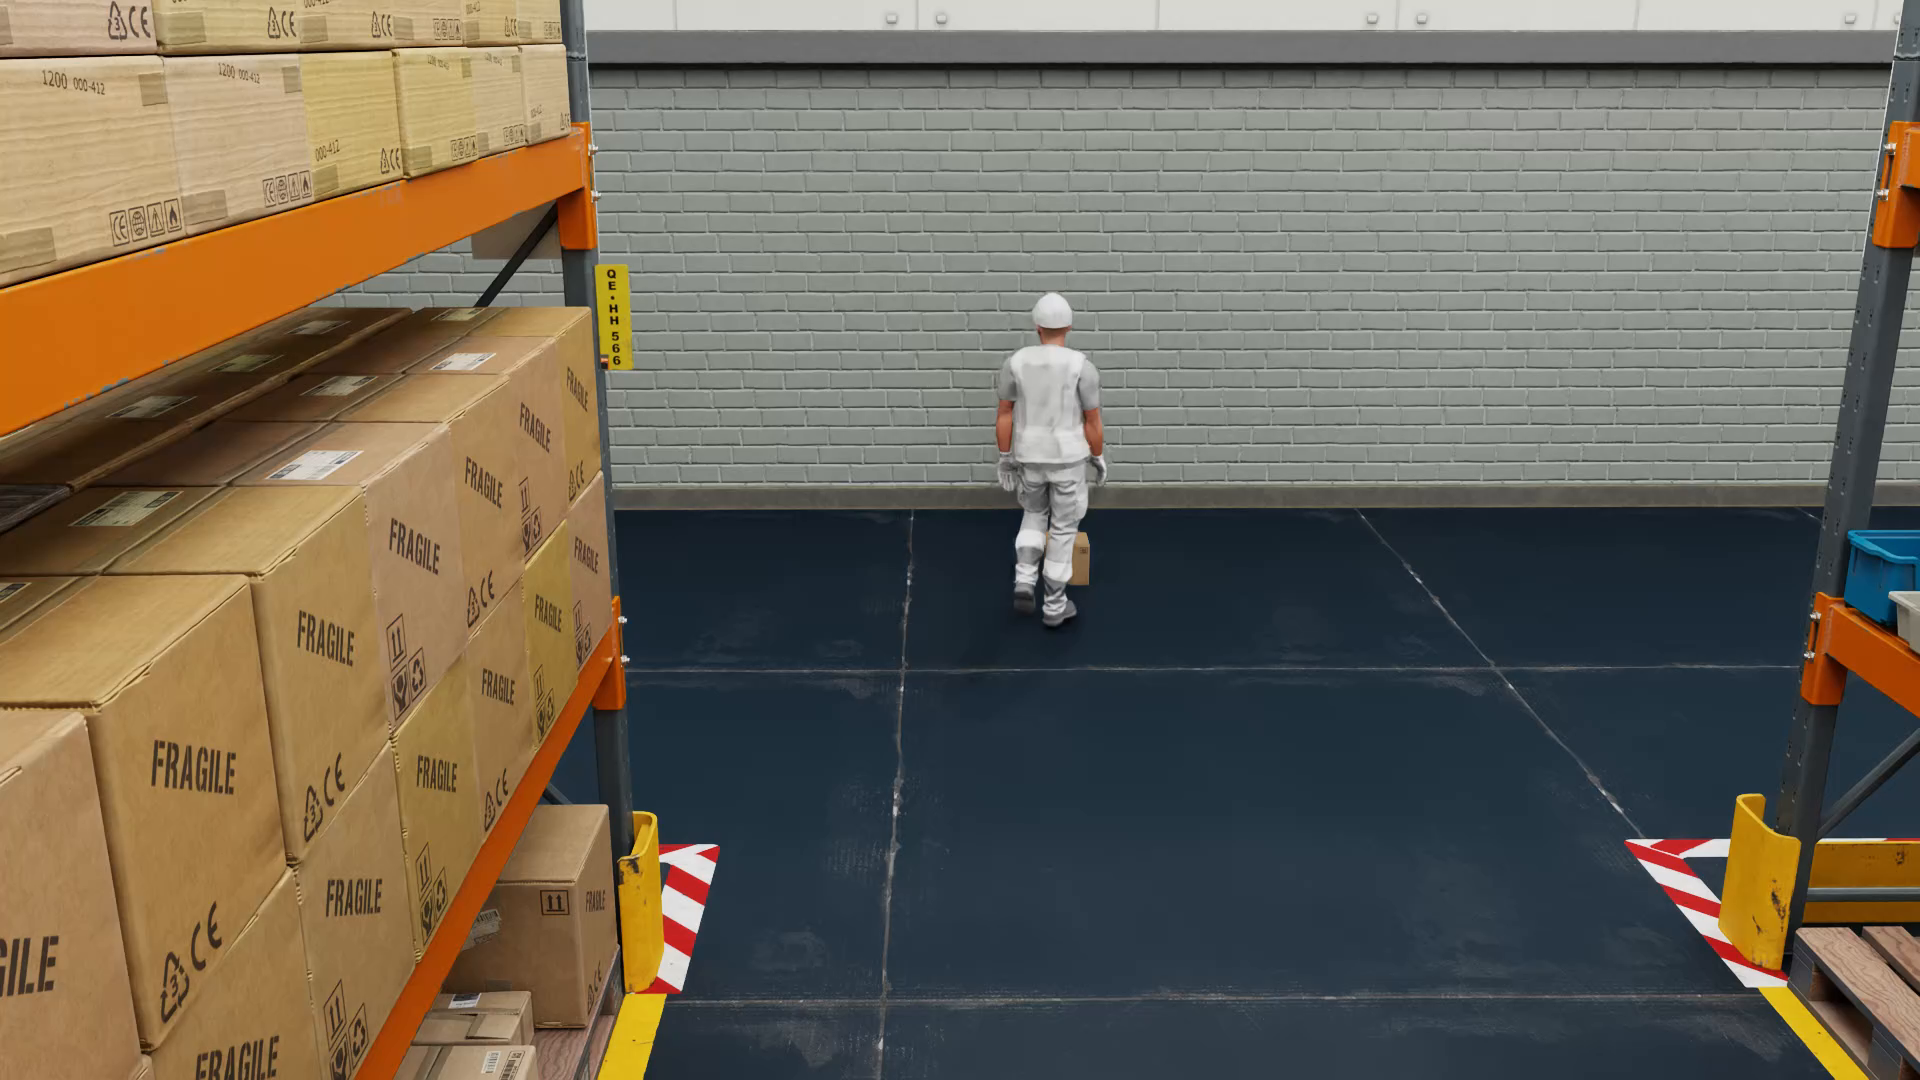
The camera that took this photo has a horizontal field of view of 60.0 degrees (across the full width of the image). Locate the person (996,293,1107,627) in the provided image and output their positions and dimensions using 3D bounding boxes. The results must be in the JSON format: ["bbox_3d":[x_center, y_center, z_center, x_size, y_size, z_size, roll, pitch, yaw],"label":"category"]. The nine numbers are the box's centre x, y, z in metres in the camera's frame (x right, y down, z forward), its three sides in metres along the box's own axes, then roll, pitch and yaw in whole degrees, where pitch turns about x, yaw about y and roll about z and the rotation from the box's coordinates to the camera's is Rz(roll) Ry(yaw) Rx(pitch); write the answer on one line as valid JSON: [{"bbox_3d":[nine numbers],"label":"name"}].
[{"bbox_3d":[0.497,-0.431,8.846,0.546,1.786,0.449,7,18,22],"label":"person"}]
